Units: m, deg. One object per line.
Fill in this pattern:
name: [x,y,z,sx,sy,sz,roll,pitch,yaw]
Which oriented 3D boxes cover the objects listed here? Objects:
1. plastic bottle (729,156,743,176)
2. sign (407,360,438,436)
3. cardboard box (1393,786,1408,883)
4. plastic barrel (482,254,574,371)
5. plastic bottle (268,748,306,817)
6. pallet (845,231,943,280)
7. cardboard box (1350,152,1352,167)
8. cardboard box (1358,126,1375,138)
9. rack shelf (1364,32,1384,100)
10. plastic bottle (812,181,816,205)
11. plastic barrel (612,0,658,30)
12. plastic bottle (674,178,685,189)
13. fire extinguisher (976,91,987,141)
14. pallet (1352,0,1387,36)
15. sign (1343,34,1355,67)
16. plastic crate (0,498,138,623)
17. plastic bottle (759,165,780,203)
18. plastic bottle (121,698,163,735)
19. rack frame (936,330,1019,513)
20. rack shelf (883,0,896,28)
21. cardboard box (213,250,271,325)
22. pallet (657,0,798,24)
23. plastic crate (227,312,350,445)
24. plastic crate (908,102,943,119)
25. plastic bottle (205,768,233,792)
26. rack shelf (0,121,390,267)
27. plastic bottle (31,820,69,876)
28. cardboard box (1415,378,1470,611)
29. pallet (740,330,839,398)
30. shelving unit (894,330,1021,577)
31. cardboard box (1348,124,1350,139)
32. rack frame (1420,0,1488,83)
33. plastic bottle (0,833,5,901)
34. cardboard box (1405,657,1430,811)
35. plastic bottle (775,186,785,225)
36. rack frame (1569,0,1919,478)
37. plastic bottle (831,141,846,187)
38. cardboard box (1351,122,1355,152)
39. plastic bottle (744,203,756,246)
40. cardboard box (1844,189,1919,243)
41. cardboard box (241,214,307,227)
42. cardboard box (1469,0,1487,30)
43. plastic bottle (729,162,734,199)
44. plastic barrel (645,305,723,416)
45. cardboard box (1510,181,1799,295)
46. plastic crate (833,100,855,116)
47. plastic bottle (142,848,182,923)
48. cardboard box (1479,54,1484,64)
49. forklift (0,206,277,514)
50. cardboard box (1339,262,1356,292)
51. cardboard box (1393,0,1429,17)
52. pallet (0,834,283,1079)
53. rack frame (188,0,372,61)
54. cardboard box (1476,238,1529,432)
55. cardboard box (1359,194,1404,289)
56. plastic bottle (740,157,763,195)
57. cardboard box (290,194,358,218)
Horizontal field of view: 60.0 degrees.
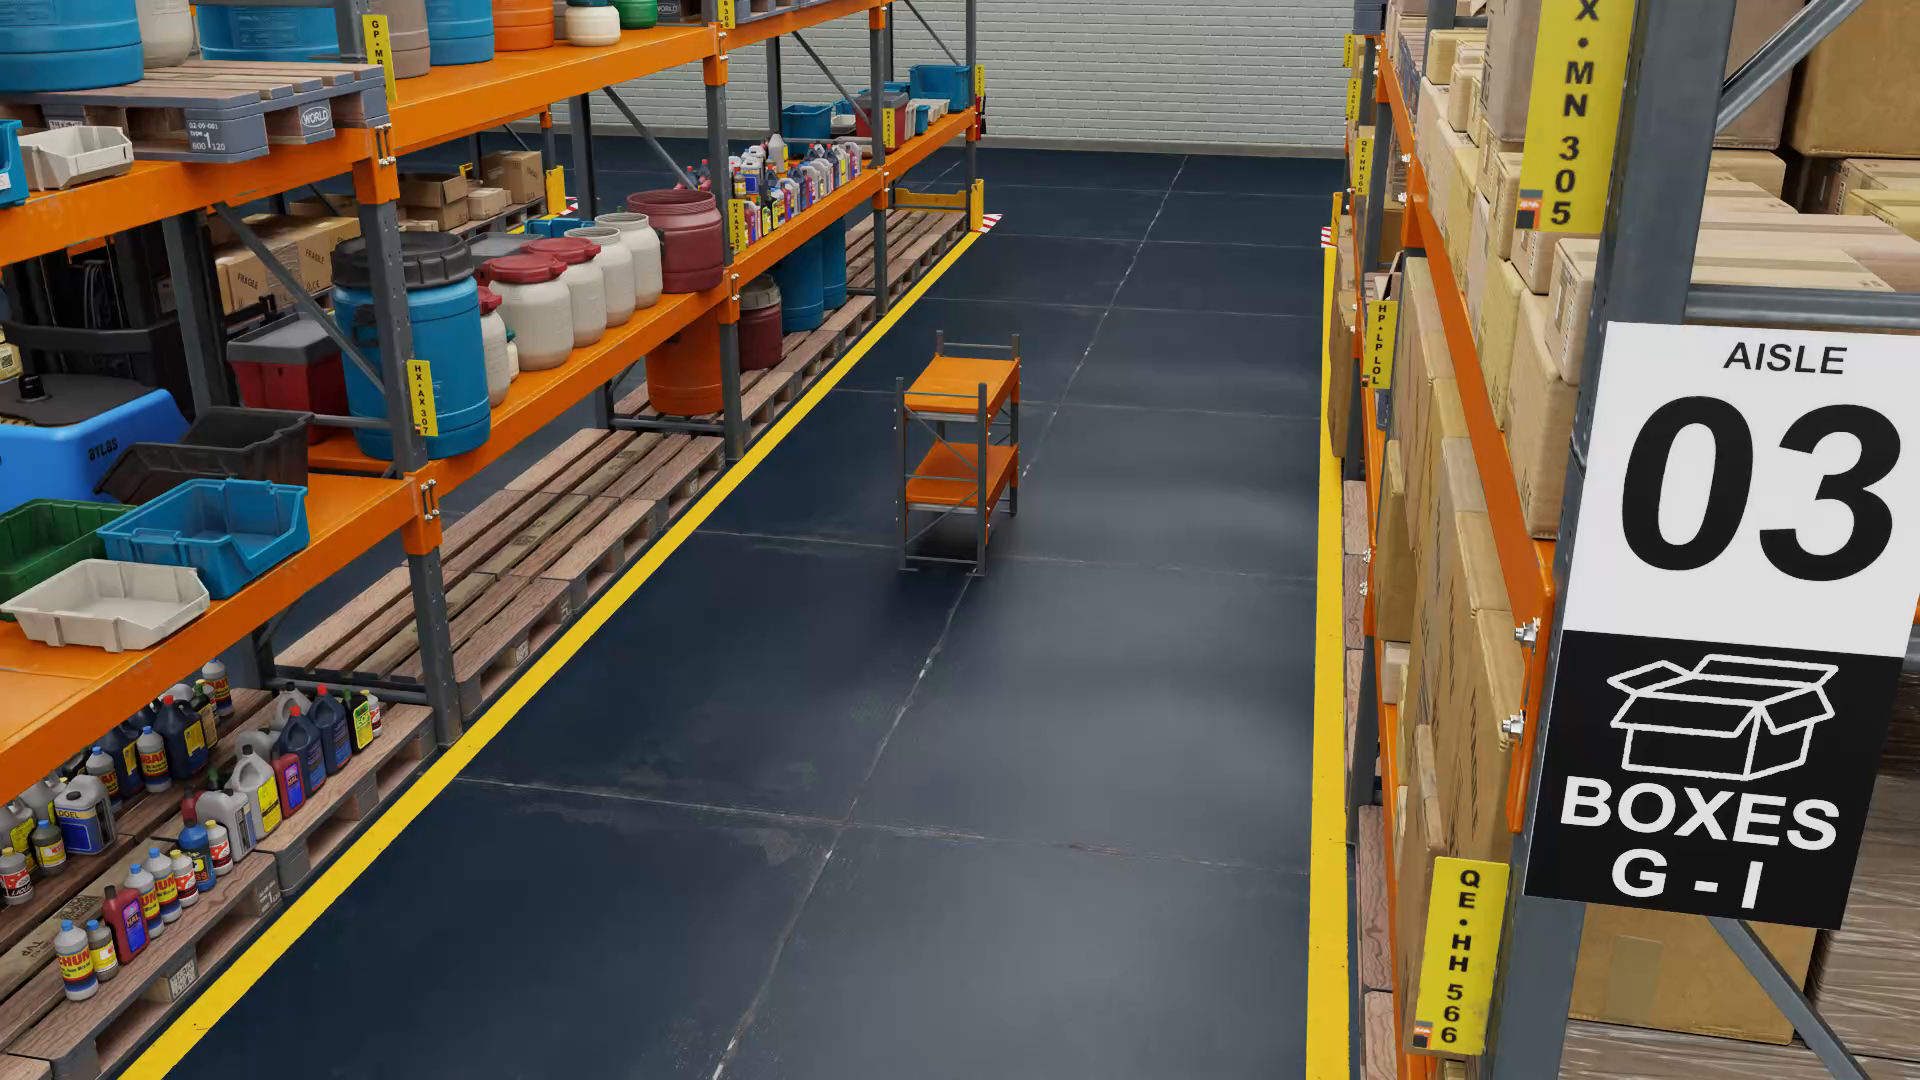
plastic bottle: [-1.802,-2.898,13.200,0.152,0.276,0.135,4,22,11]
sign: [-2.242,-0.591,6.935,0.100,0.325,0.005,4,22,11]
cardboard box: [1.313,0.772,4.258,0.380,0.149,0.250,4,22,11]
plastic barrel: [-2.219,-1.173,8.569,0.433,0.535,0.433,0,22,0]
plastic bottle: [-2.659,0.938,6.557,0.061,0.283,0.133,6,23,14]
pallet: [-0.787,-2.860,16.673,1.003,0.211,1.213,4,22,11]
cardboard box: [3.549,-3.265,14.281,0.380,0.149,0.250,4,22,10]
cardboard box: [3.364,-2.954,13.039,0.500,0.500,0.500,5,22,11]
rack shelf: [3.295,-3.383,11.186,1.077,0.370,4.000,4,22,11]
plastic bottle: [-1.159,-2.677,12.751,0.097,0.201,0.097,0,22,0]
plastic barrel: [-1.963,-3.197,9.968,0.294,0.245,0.294,0,22,0]
plastic bottle: [-2.064,-2.516,12.241,0.061,0.283,0.133,4,22,11]
fire extinguisher: [0.146,-4.709,18.133,0.296,0.674,0.183,4,22,11]
pallet: [2.966,-3.137,9.866,1.213,0.211,1.003,6,23,13]
sign: [3.977,-5.002,16.995,0.100,0.325,0.005,4,22,11]
plastic crate: [-3.332,0.065,5.962,0.450,0.188,0.662,4,22,11]
plastic bottle: [-1.414,-2.610,12.385,0.144,0.351,0.185,4,22,11]
plastic bottle: [-3.349,0.780,6.859,0.144,0.351,0.185,5,22,12]
rack frame: [0.105,-0.710,10.111,0.500,1.125,0.032,4,22,11]
rack shelf: [-0.738,-5.224,15.756,1.077,0.370,4.000,4,22,11]
cardboard box: [-6.128,-2.106,13.824,0.500,0.500,0.500,4,22,9]
pallet: [-1.710,-3.548,10.885,1.003,0.211,1.213,4,22,11]
plastic crate: [-2.979,-0.739,7.587,0.402,0.464,0.583,4,22,11]
plastic crate: [-0.392,-4.386,17.001,0.396,0.136,0.243,4,22,11]
plastic bottle: [-2.838,0.995,6.416,0.061,0.283,0.133,4,22,11]
rack shelf: [-3.187,-0.835,4.859,1.077,0.370,4.000,4,22,11]
plastic bottle: [-3.385,1.135,6.178,0.097,0.201,0.097,0,22,0]
cardboard box: [1.435,-0.084,4.178,0.500,0.500,0.500,4,22,11]
pallet: [-1.591,-1.414,13.083,1.003,0.211,1.213,4,22,11]
shelving unit: [0.001,-0.524,9.650,0.538,1.125,1.048,4,22,11]
cardboard box: [3.863,-3.828,15.680,0.380,0.149,0.250,4,22,10]
rack frame: [2.070,-2.914,5.043,1.000,3.000,0.127,4,22,11]
plastic bottle: [-3.543,1.168,5.996,0.152,0.276,0.135,4,22,9]
cardboard box: [1.522,0.577,3.874,0.875,0.500,0.500,4,22,11]
plastic bottle: [-1.318,-2.424,12.029,0.097,0.271,0.097,0,22,0]
rack frame: [1.254,-1.451,1.411,1.000,3.000,0.127,4,22,11]
plastic bottle: [-1.013,-3.050,13.478,0.144,0.351,0.185,4,22,11]
cardboard box: [3.639,-3.496,14.322,0.500,0.250,0.500,5,23,13]
plastic bottle: [-1.446,-2.168,11.377,0.061,0.283,0.133,4,22,11]
cardboard box: [1.615,-0.447,2.601,0.380,0.149,0.250,4,22,10]
cardboard box: [-6.332,-2.700,15.298,0.500,0.500,0.500,3,22,8]
cardboard box: [2.164,-2.006,6.423,0.396,0.266,0.258,5,23,13]
plastic bottle: [-1.850,-2.813,12.989,0.152,0.276,0.135,4,22,11]
plastic barrel: [-1.879,-1.340,11.508,0.600,0.830,0.708,4,22,11]
cardboard box: [1.122,-0.495,2.719,0.380,0.149,0.250,3,22,9]
plastic crate: [-1.032,-4.191,16.388,0.416,0.233,0.300,4,22,11]
plastic bottle: [-2.829,1.215,5.886,0.097,0.271,0.097,0,22,0]
cardboard box: [1.631,-1.249,4.592,0.380,0.149,0.250,5,23,13]
forklift: [-4.626,-1.485,9.617,1.130,2.935,3.031,5,22,12]
cardboard box: [3.237,-1.379,11.545,1.225,0.875,0.875,5,22,11]
cardboard box: [2.336,-2.742,7.828,0.500,0.500,0.500,4,22,9]
pallet: [-3.203,1.475,5.909,1.003,0.211,1.213,4,22,11]
rack frame: [-2.778,-3.291,5.980,1.000,3.000,0.127,4,22,11]
cardboard box: [1.203,-0.368,2.939,0.500,0.250,0.500,5,22,11]
cardboard box: [2.745,-1.840,10.272,0.500,0.500,0.500,5,23,13]
plastic bottle: [-1.654,-2.886,13.171,0.152,0.276,0.135,4,22,11]
cardboard box: [-6.156,-3.088,16.263,0.500,0.500,0.500,4,22,11]
